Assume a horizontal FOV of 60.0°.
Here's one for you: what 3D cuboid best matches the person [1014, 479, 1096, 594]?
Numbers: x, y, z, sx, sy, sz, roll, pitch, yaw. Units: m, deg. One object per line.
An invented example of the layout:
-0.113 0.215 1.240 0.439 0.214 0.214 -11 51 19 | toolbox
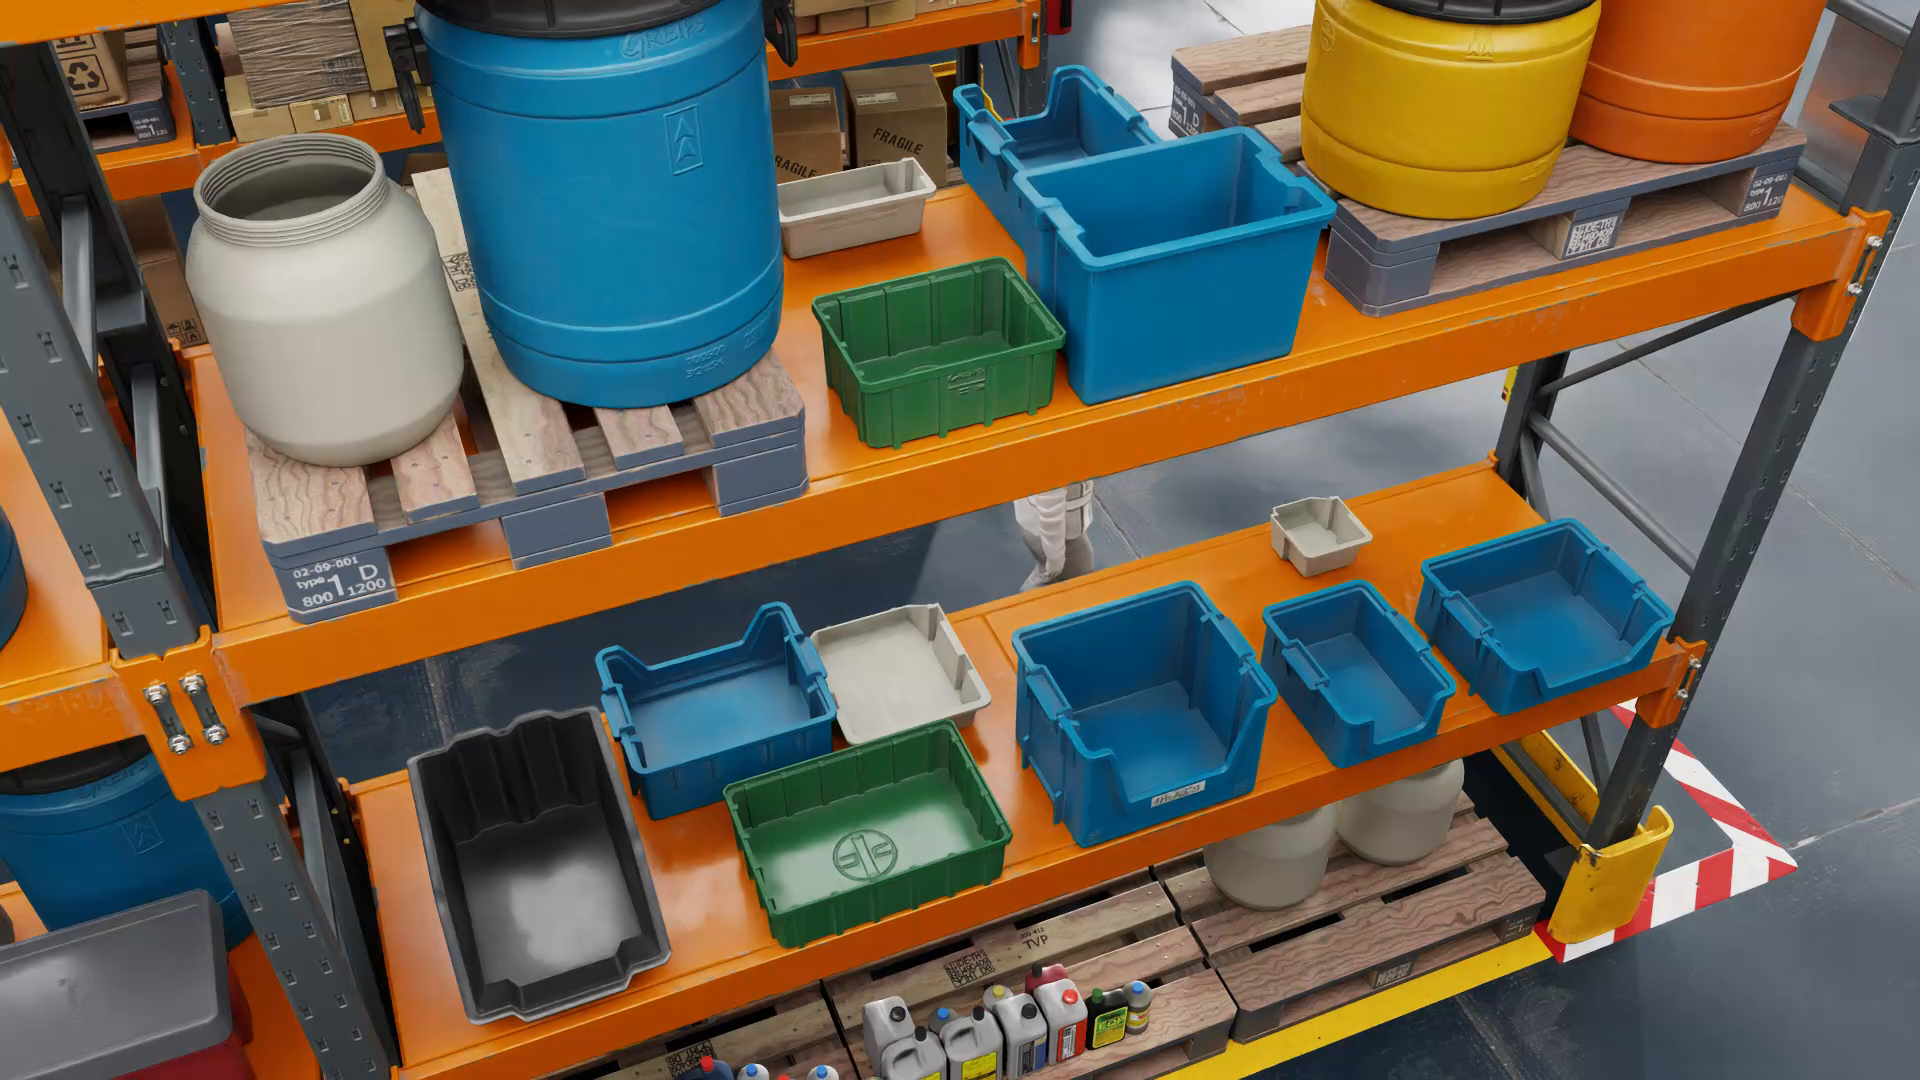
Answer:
0.364 -0.076 6.287 0.395 1.730 0.489 -1 42 -1 | person
